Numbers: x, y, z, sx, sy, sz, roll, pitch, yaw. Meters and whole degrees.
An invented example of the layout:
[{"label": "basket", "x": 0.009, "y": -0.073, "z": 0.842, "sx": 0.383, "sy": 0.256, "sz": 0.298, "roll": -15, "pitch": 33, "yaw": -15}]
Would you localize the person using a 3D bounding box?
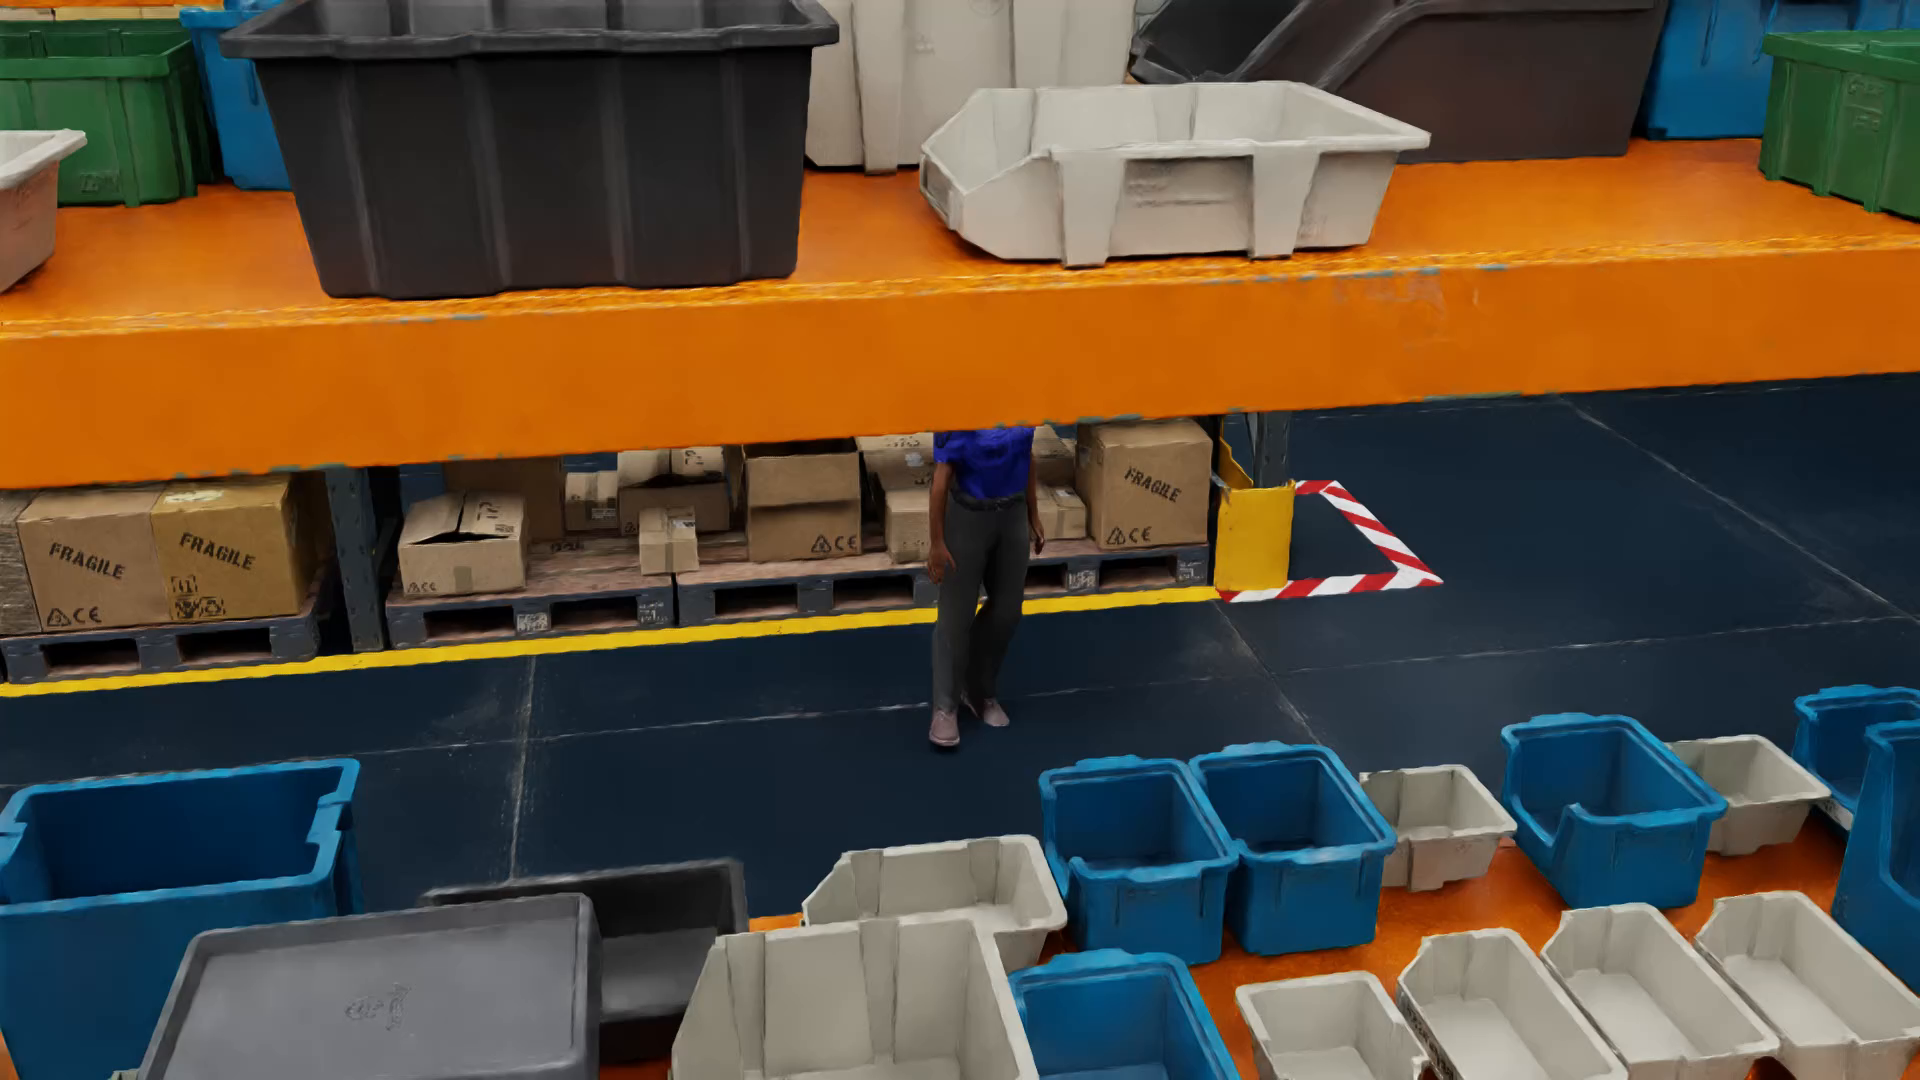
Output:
[{"label": "person", "x": 0.065, "y": -0.029, "z": 6.212, "sx": 0.540, "sy": 1.704, "sz": 0.351, "roll": -17, "pitch": 29, "yaw": -34}]
